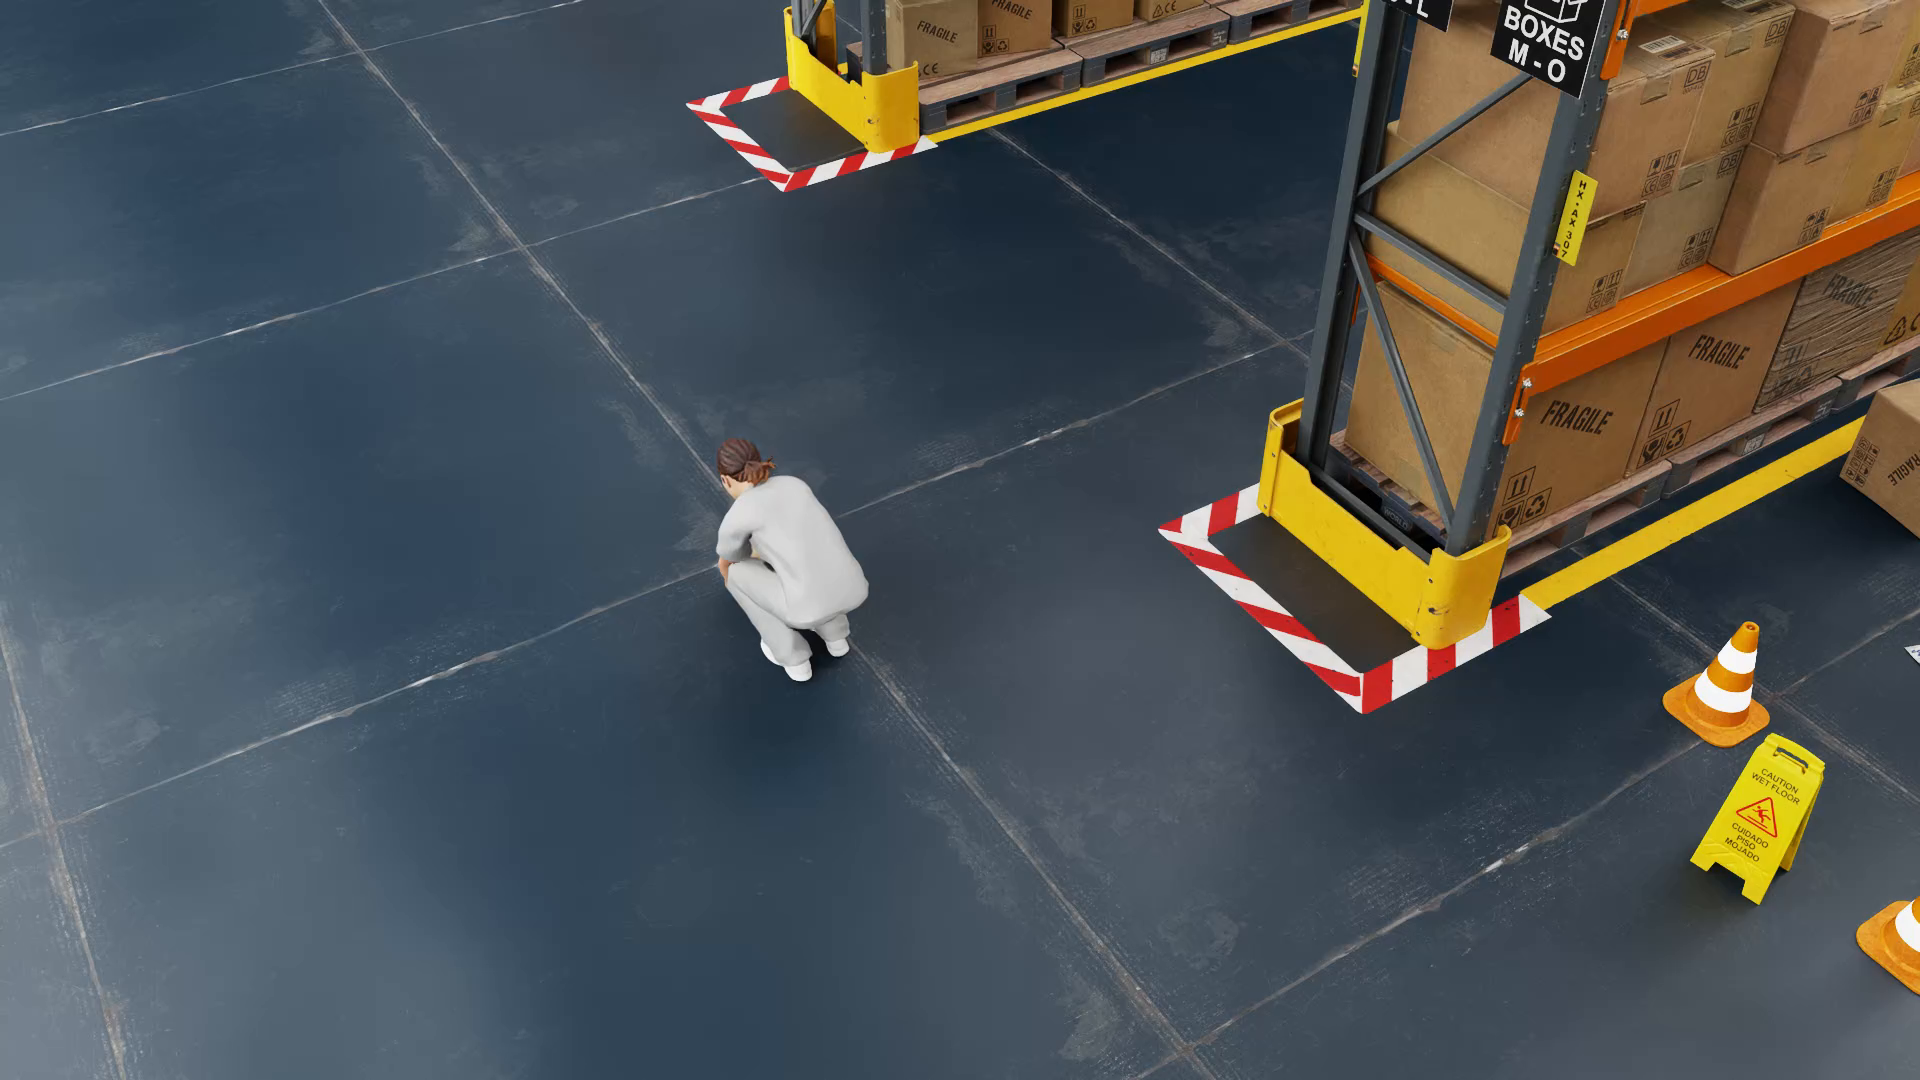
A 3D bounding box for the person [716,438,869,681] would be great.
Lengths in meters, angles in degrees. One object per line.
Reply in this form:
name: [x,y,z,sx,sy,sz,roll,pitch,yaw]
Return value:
person: [-0.697,0.084,6.700,0.472,0.843,0.800,-23,46,-24]
